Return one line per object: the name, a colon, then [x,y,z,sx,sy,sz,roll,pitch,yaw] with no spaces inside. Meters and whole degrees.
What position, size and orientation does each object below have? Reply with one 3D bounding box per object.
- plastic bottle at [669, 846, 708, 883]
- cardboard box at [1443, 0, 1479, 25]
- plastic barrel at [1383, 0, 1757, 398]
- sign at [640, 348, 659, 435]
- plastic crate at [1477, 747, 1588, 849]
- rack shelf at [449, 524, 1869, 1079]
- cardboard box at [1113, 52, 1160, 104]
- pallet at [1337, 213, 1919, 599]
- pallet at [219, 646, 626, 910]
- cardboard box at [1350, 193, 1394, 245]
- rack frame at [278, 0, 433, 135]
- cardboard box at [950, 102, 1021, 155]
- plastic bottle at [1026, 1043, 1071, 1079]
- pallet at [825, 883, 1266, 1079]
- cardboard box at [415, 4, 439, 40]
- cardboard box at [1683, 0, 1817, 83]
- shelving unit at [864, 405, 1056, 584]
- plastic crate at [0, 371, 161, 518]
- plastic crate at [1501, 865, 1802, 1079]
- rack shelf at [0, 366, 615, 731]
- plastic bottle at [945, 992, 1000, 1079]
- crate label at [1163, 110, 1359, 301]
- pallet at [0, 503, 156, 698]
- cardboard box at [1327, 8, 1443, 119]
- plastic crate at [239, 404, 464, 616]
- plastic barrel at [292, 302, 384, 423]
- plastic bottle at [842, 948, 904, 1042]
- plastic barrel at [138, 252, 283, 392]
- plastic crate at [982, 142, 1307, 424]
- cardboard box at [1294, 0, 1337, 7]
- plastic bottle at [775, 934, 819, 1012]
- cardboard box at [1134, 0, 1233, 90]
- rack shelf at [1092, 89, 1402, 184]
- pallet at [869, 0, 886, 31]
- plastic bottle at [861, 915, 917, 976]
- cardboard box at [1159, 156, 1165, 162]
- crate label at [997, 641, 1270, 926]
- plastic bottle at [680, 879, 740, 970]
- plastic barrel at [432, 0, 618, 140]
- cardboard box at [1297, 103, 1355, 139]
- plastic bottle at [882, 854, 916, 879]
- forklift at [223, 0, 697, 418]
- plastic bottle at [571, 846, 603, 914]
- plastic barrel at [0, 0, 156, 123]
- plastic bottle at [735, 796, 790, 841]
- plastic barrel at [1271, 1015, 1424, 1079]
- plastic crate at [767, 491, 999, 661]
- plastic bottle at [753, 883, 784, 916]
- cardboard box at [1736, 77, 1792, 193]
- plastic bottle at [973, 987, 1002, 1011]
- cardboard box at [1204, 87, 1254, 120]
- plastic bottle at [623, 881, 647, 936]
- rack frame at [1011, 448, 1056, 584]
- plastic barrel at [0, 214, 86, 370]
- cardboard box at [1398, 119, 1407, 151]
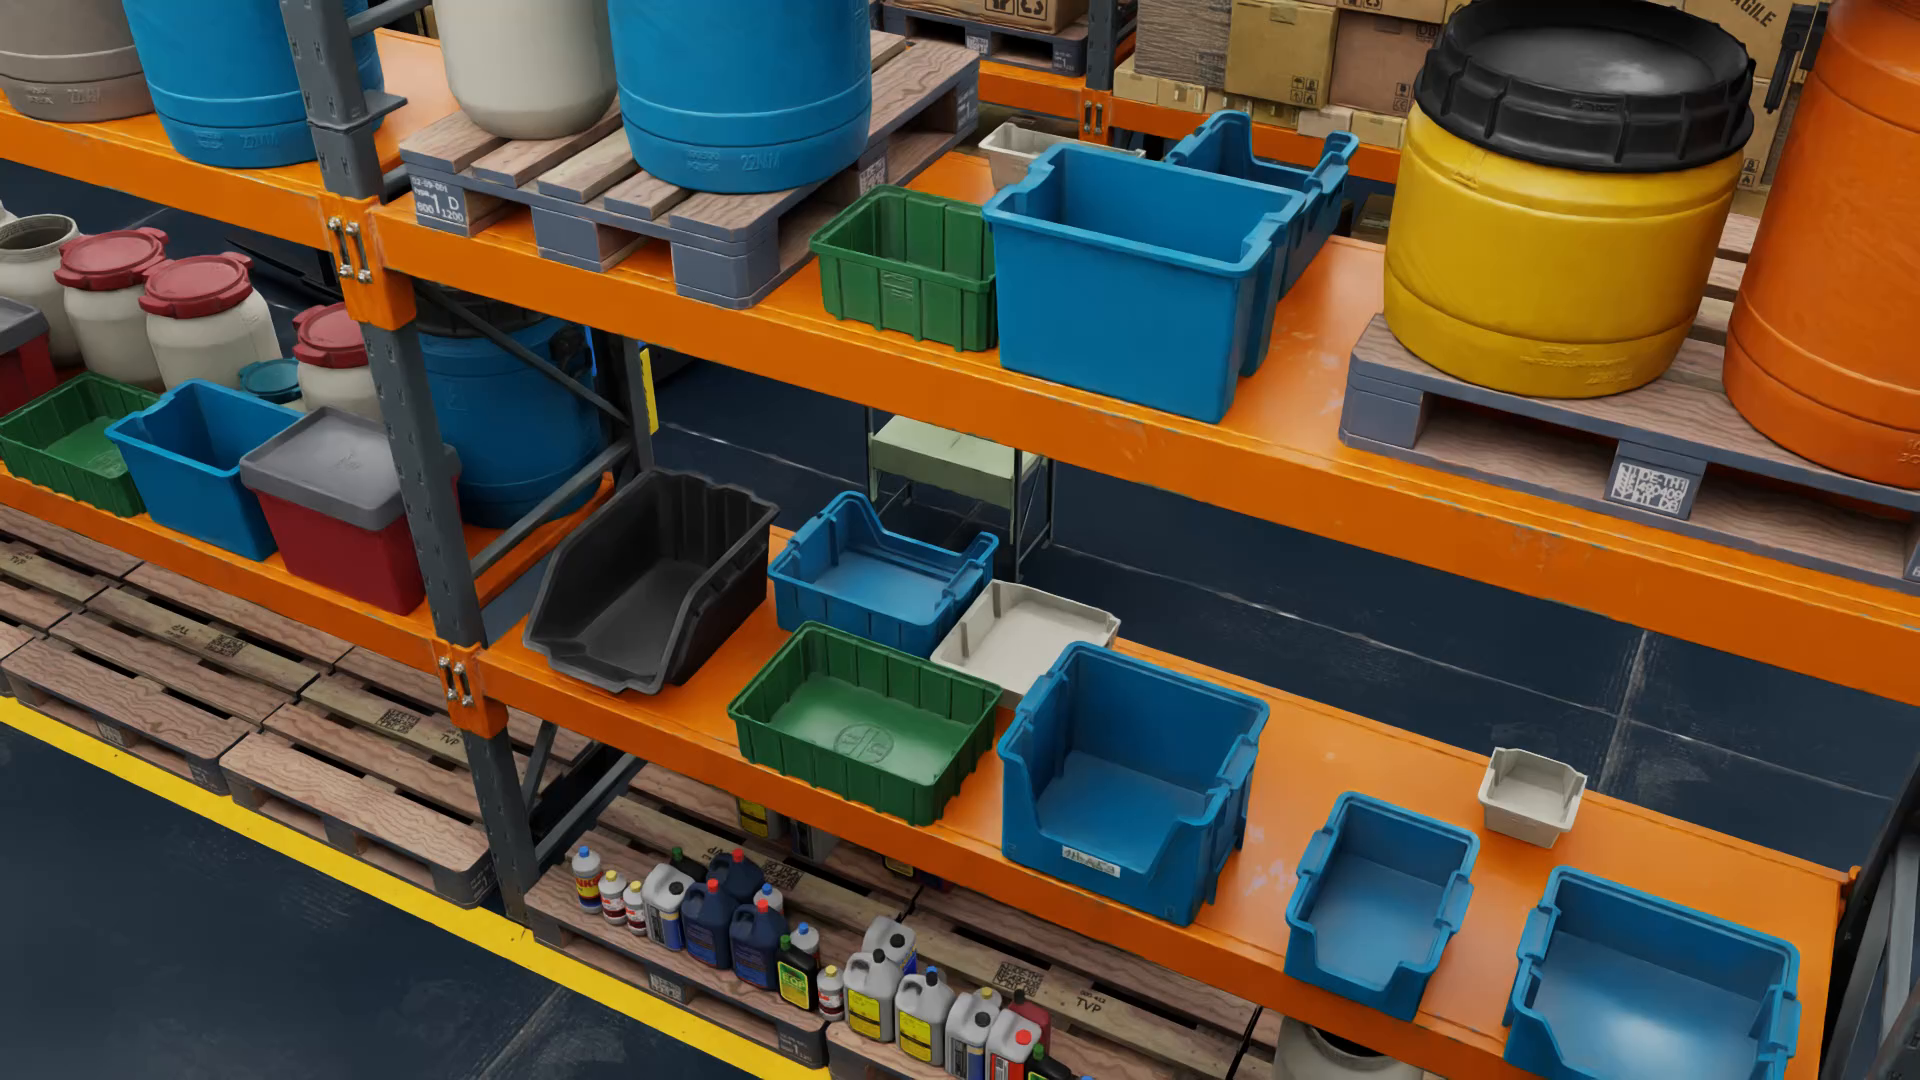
plastic bottle: [-0.913,1.157,5.627,0.133,0.283,0.061,17,41,21]
cardboard box: [2.555,-2.635,7.584,0.500,0.500,0.500,17,41,21]
plastic barrel: [1.139,-0.665,3.161,0.600,0.588,0.600,0,37,0]
sign: [-1.080,-0.494,5.690,0.005,0.325,0.100,17,41,21]
plastic crate: [1.563,0.705,4.559,0.250,0.136,0.298,17,41,21]
rack shelf: [0.433,0.752,4.874,4.000,0.370,1.077,17,41,21]
cardboard box: [0.988,-2.429,8.677,0.250,0.149,0.380,17,41,21]
pallet: [1.520,-0.381,3.446,1.213,0.211,1.003,17,41,21]
pallet: [-2.058,0.822,6.492,1.213,0.211,1.003,17,41,21]
cardboard box: [2.371,-1.504,8.970,0.500,0.500,0.500,14,39,18]
rack frame: [-1.343,-2.481,3.575,0.127,3.000,1.000,17,41,21]
cardboard box: [-0.015,-2.255,9.943,0.500,0.500,0.700,17,40,21]
plastic bottle: [0.265,1.630,5.005,0.133,0.283,0.061,18,41,23]
pallet: [0.322,1.567,5.511,1.213,0.211,1.003,17,41,21]
cardboard box: [-3.220,-3.386,11.140,0.875,0.875,1.225,16,40,19]
cardboard box: [3.438,-2.351,7.210,0.500,0.500,0.500,17,41,21]
shelving unit: [0.006,-0.596,7.294,0.755,1.500,0.431,17,41,21]
plastic crate: [-3.019,-0.339,5.891,0.662,0.188,0.450,17,41,21]
plastic crate: [1.627,1.102,3.941,0.616,0.251,0.499,17,41,21]
rack shelf: [-3.119,-0.361,6.339,4.000,0.370,1.077,17,41,21]
plastic bottle: [0.042,1.532,5.140,0.135,0.276,0.152,16,40,20]
crate label: [0.699,-0.812,3.981,0.408,0.251,0.502,17,41,21]
pallet: [-4.224,0.144,7.386,1.213,0.211,1.003,17,41,21]
cardboard box: [2.224,-2.507,8.244,0.500,0.500,0.875,17,41,21]
plastic crate: [-1.913,-0.087,5.331,0.583,0.464,0.402,17,41,21]
plastic barrel: [-2.091,-0.529,5.854,0.433,0.535,0.433,0,37,0]
plastic bottle: [-0.272,1.407,5.243,0.185,0.351,0.144,17,40,21]
plastic barrel: [-2.743,-0.733,6.122,0.433,0.535,0.433,0,37,0]
plastic crate: [0.378,-0.536,3.507,0.575,0.384,0.392,17,41,21]
cardboard box: [1.663,-2.907,7.943,0.500,0.500,0.500,17,41,21]
plastic bottle: [-0.522,1.384,5.329,0.133,0.283,0.061,19,41,23]
cardboard box: [1.306,-2.750,8.564,0.500,0.500,0.875,17,41,21]
rack shelf: [2.711,-1.908,8.377,4.000,0.370,1.077,17,41,21]
pallet: [-0.840,-3.258,9.719,1.213,0.211,1.003,17,41,21]
plastic bottle: [-0.226,1.350,5.380,0.135,0.276,0.152,17,41,21]
cardboard box: [1.272,-1.789,9.346,0.500,0.500,0.500,16,40,20]
crate label: [0.451,0.640,4.396,0.616,0.435,0.502,17,41,21]
plastic bottle: [-0.817,1.236,5.468,0.185,0.351,0.144,18,41,23]
plastic barrel: [-1.051,-1.272,4.025,0.421,0.512,0.421,0,37,0]
cardboard box: [1.868,-2.142,8.298,0.250,0.149,0.380,17,41,21]
plastic bottle: [-0.205,1.045,5.775,0.133,0.283,0.061,17,41,21]
forklift: [-2.891,-2.409,8.499,3.031,2.935,1.130,23,43,27]
plastic bottle: [-1.261,1.144,5.654,0.097,0.271,0.097,0,37,0]
plastic barrel: [-2.475,-1.692,4.603,0.600,0.901,0.600,0,37,0]
plastic bottle: [-0.704,0.891,5.923,0.185,0.351,0.144,17,41,21]
plastic barrel: [1.145,1.563,4.920,0.421,0.512,0.421,0,37,0]
plastic crate: [-0.235,0.130,5.221,0.616,0.251,0.499,17,41,21]
plastic bottle: [-0.632,1.243,5.524,0.097,0.271,0.097,0,37,0]
cardboard box: [3.512,-2.039,7.626,0.500,0.500,0.875,17,41,21]
plastic bottle: [0.083,1.490,5.257,0.097,0.201,0.097,0,37,0]
cardboard box: [1.439,-2.298,8.504,0.250,0.149,0.380,17,41,21]
plastic bottle: [-1.081,1.229,5.601,0.097,0.201,0.097,0,37,0]
rack frame: [0.331,-0.494,7.160,0.023,1.500,0.400,17,41,21]
plastic barrel: [-3.509,-0.959,6.440,0.421,0.512,0.421,0,37,0]
cardboard box: [2.326,-2.019,8.137,0.250,0.149,0.380,17,41,21]
